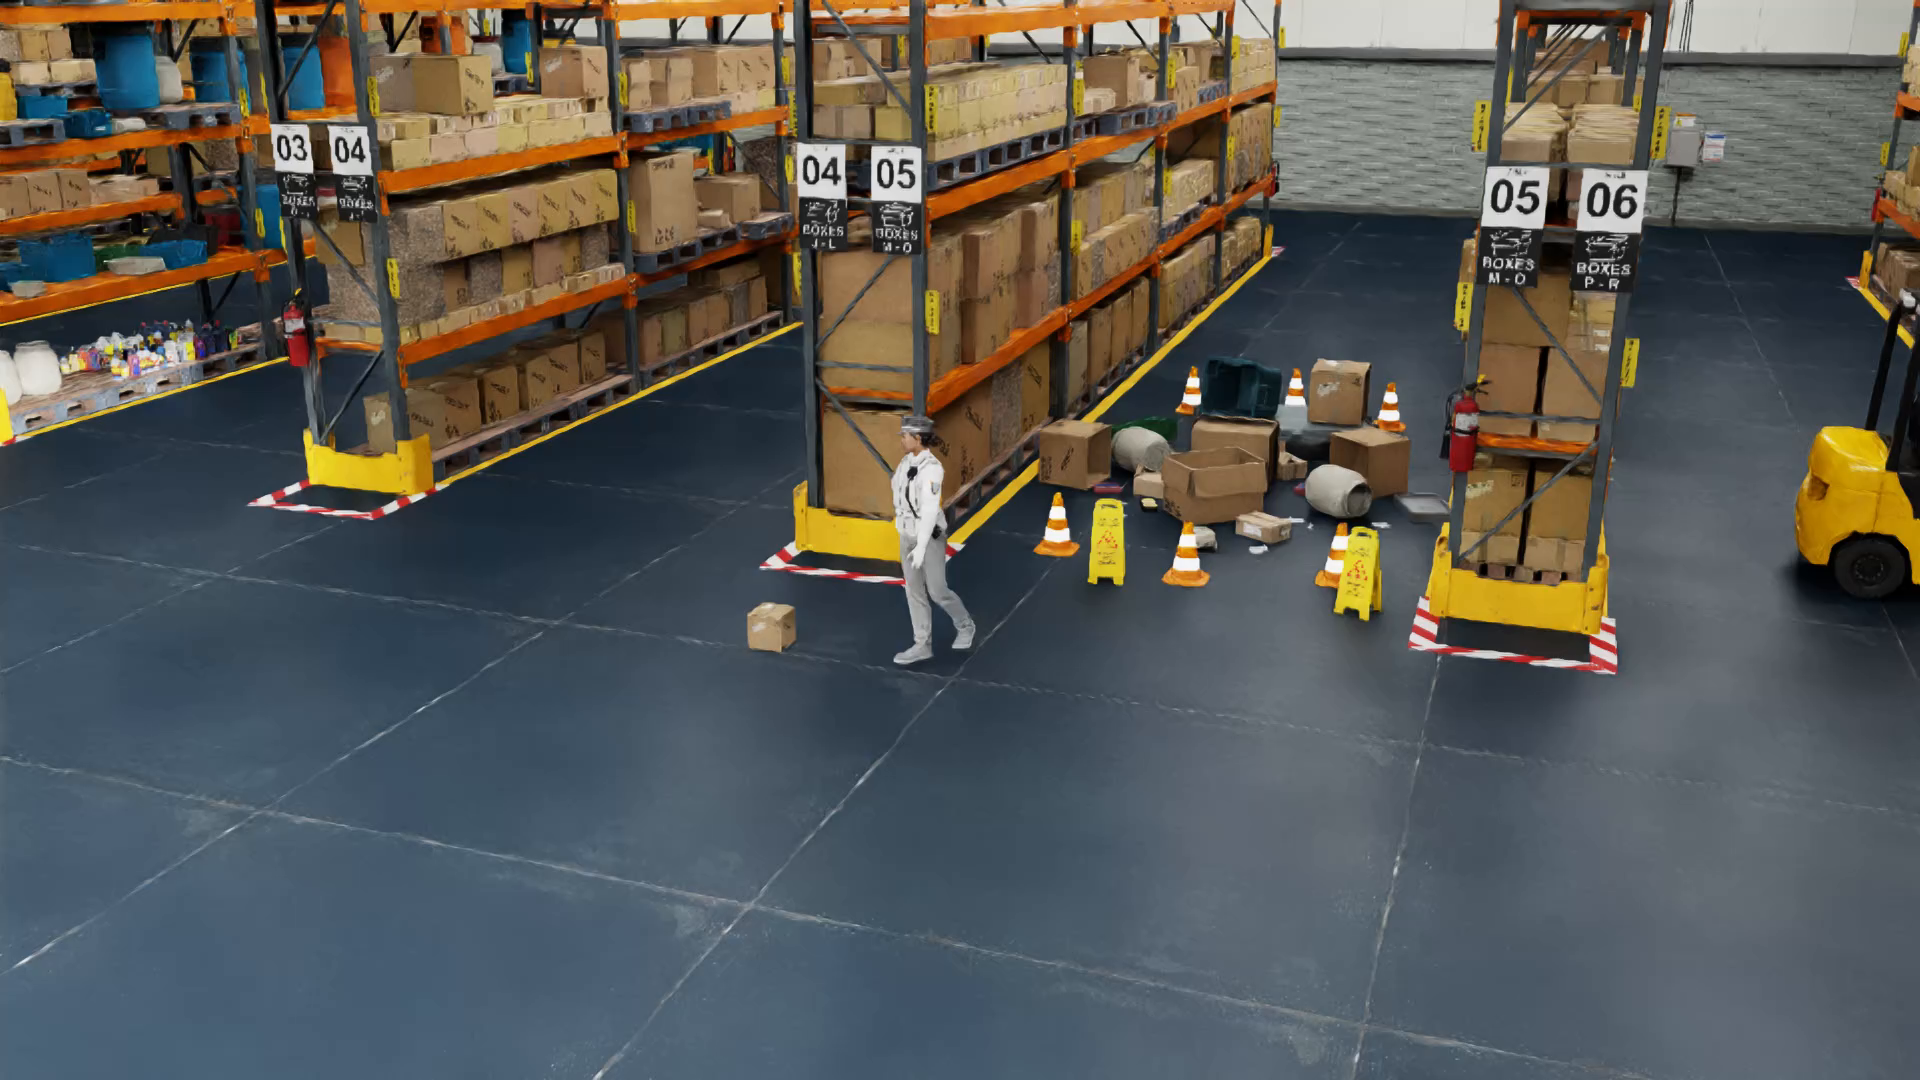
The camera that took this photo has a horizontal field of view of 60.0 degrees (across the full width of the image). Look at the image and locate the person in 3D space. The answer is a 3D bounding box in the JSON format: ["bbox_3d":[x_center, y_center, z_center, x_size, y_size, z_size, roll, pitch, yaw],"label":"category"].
[{"bbox_3d":[-0.211,-0.023,11.115,0.632,1.657,0.511,-14,23,-35],"label":"person"}]
